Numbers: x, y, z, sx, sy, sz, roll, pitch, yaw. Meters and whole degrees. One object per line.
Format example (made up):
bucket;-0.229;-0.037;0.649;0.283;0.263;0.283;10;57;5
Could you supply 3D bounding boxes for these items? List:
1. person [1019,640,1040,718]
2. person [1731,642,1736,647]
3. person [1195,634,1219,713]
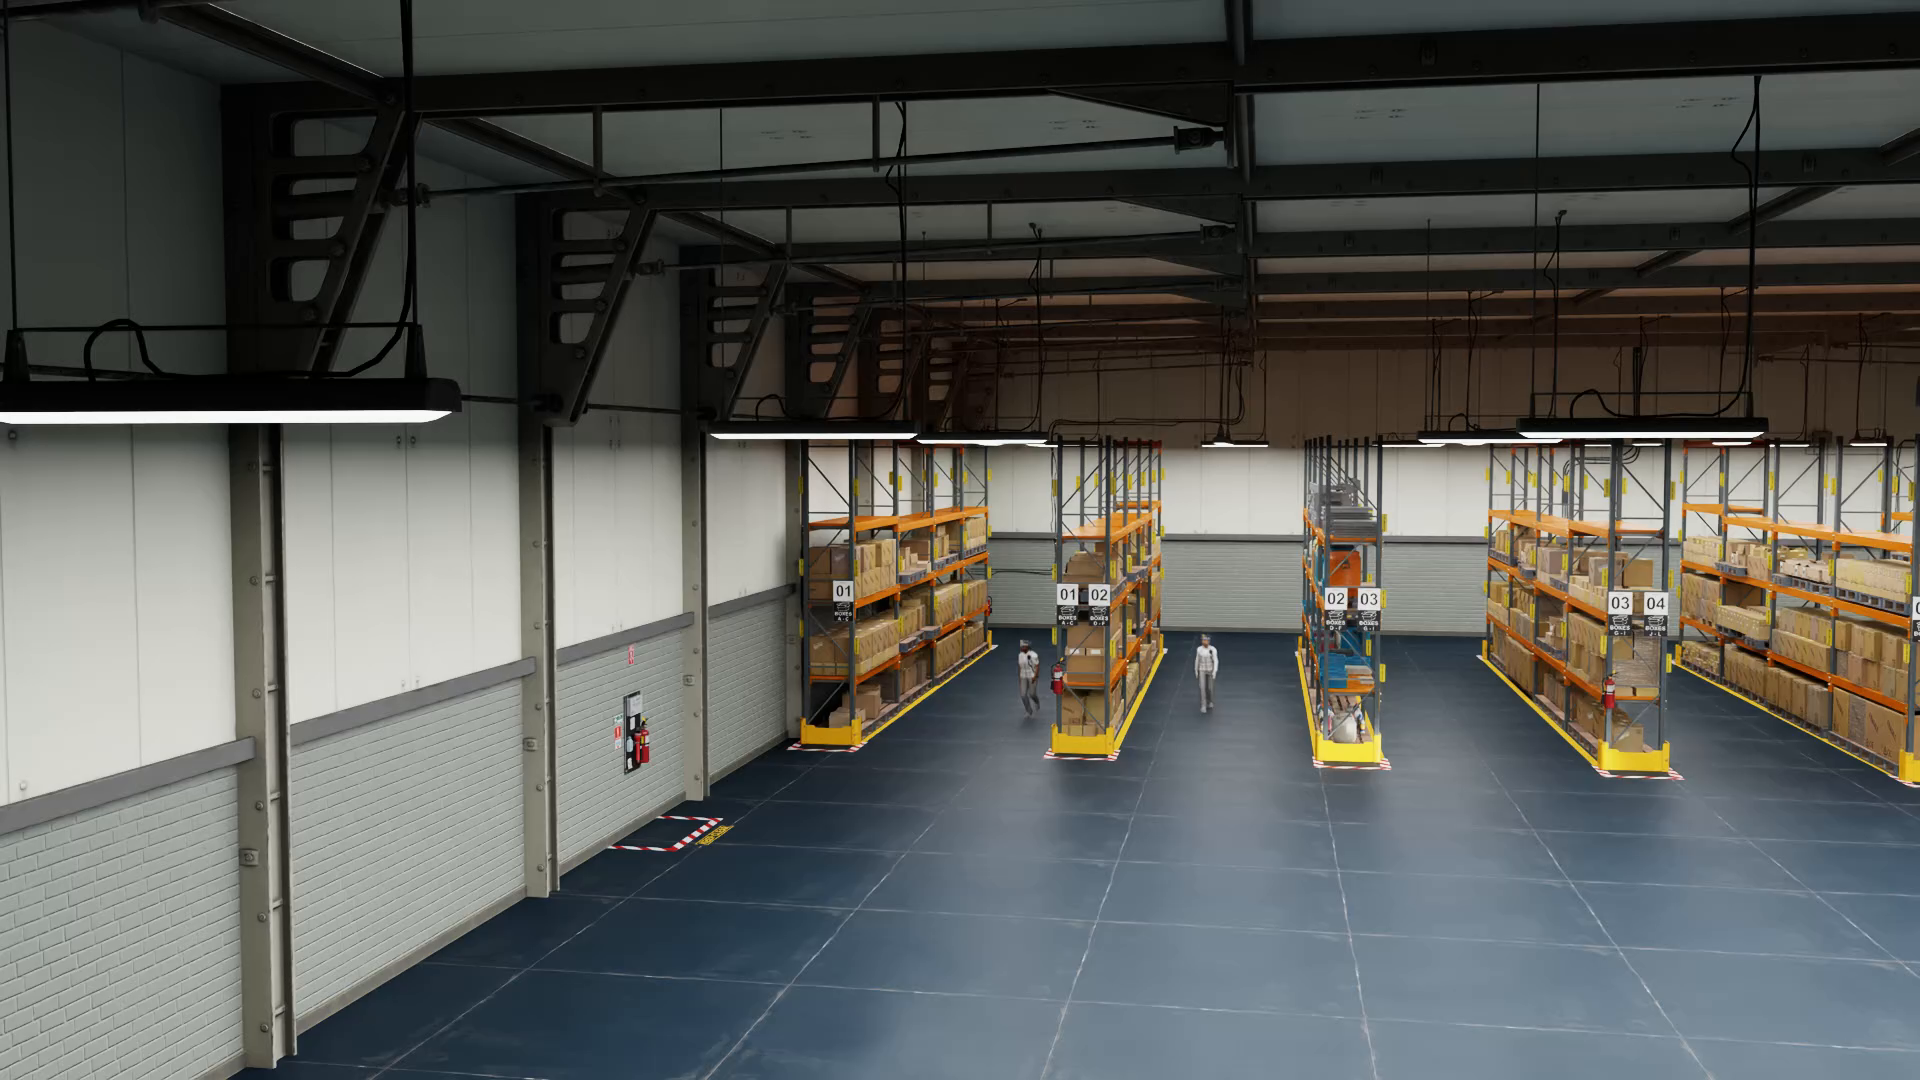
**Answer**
person;1.490;2.970;35.823;0.502;1.651;0.553;2;3;26
person;22.267;2.242;47.820;0.617;1.752;0.531;-2;4;-34
person;5.425;2.907;36.580;0.517;1.673;0.820;1;3;12
